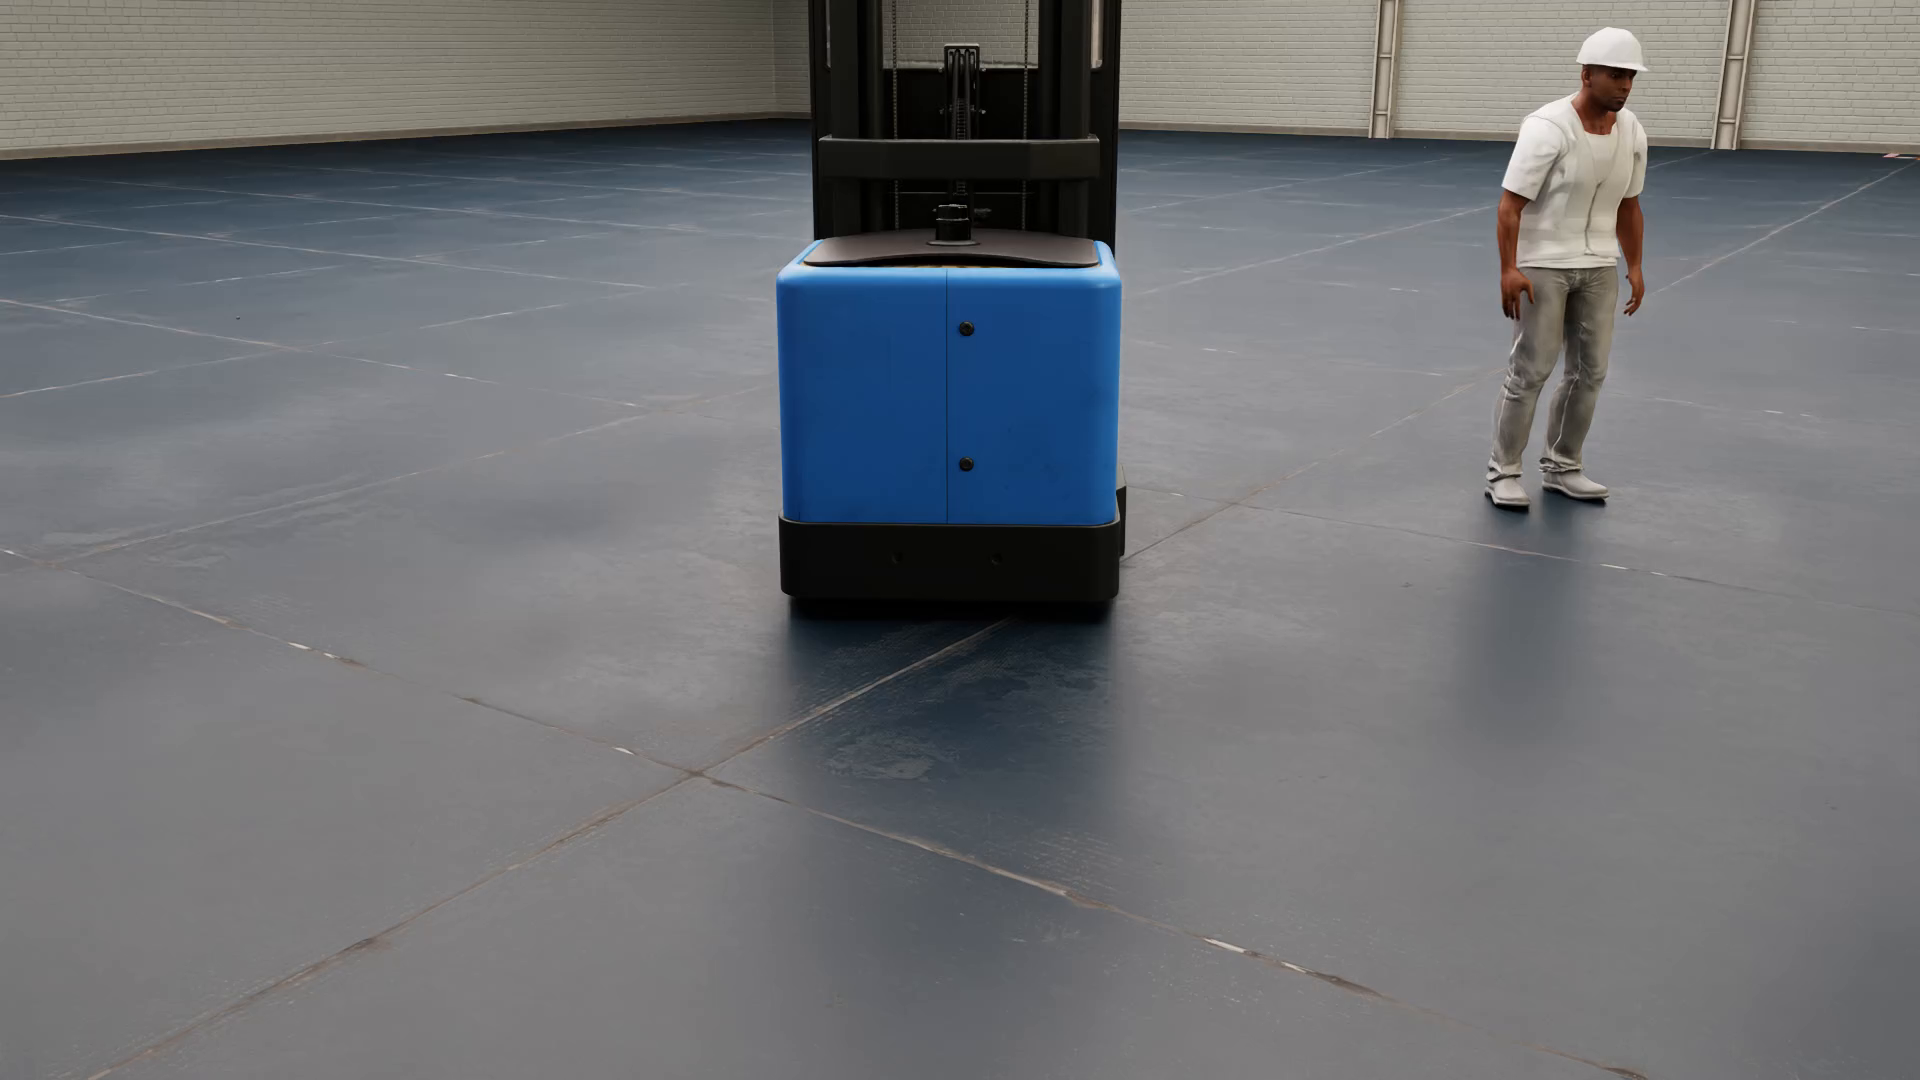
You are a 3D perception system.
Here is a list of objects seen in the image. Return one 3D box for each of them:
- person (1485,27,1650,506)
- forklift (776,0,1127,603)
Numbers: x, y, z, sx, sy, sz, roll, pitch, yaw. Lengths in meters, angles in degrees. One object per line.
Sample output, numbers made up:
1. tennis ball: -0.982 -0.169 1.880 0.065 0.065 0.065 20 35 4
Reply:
1. person: 2.306 -1.014 6.271 0.637 1.761 0.460 -5 17 -17
2. forklift: 0.028 -1.583 6.127 1.130 2.935 3.031 1 17 2
